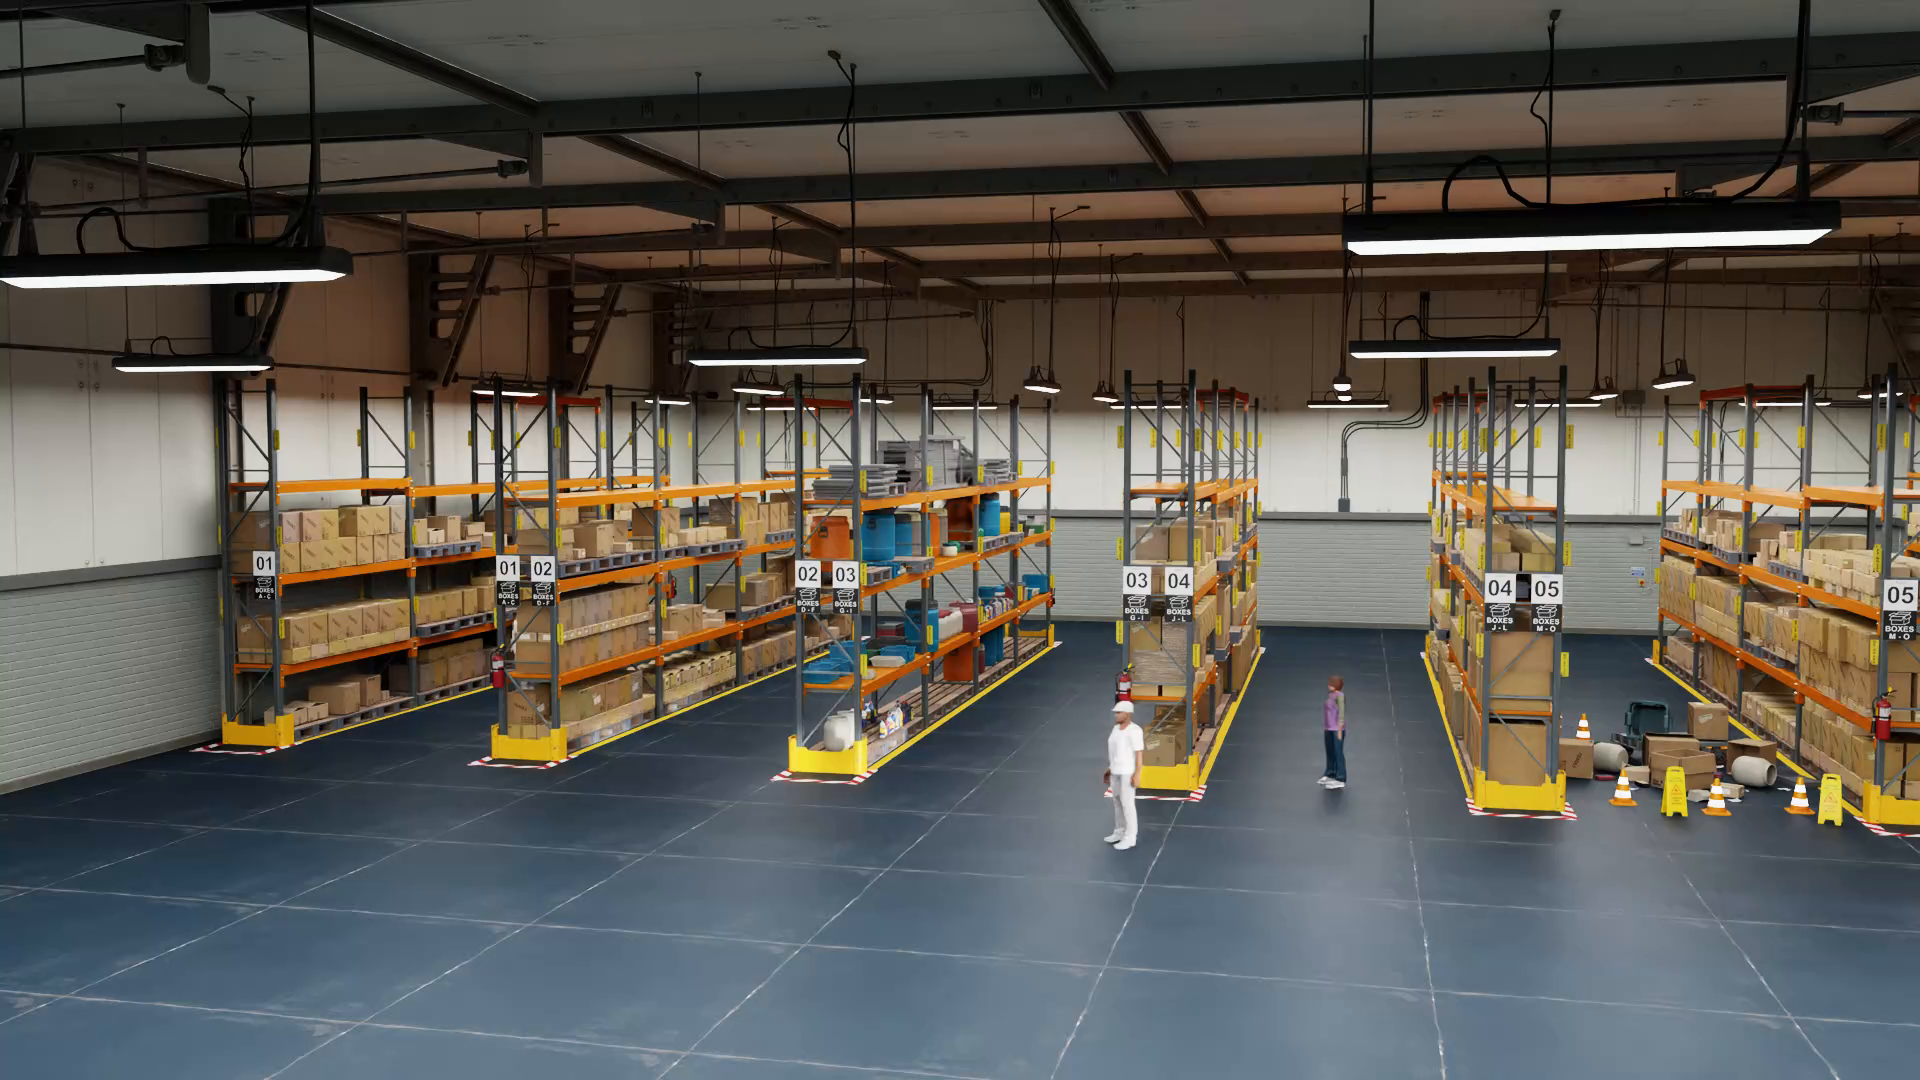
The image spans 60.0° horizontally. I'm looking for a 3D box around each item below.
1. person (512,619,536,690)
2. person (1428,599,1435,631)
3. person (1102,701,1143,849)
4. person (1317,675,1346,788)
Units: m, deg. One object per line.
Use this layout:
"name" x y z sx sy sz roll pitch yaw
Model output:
"person" -8.535 2.207 32.697 0.536 1.694 0.629 2 4 35
"person" 11.458 1.785 39.771 0.484 1.682 0.539 1 4 13
"person" 1.994 2.884 20.579 0.402 1.784 0.601 -2 4 -26
"person" 5.384 2.754 24.040 0.361 1.594 0.492 -1 4 -19
